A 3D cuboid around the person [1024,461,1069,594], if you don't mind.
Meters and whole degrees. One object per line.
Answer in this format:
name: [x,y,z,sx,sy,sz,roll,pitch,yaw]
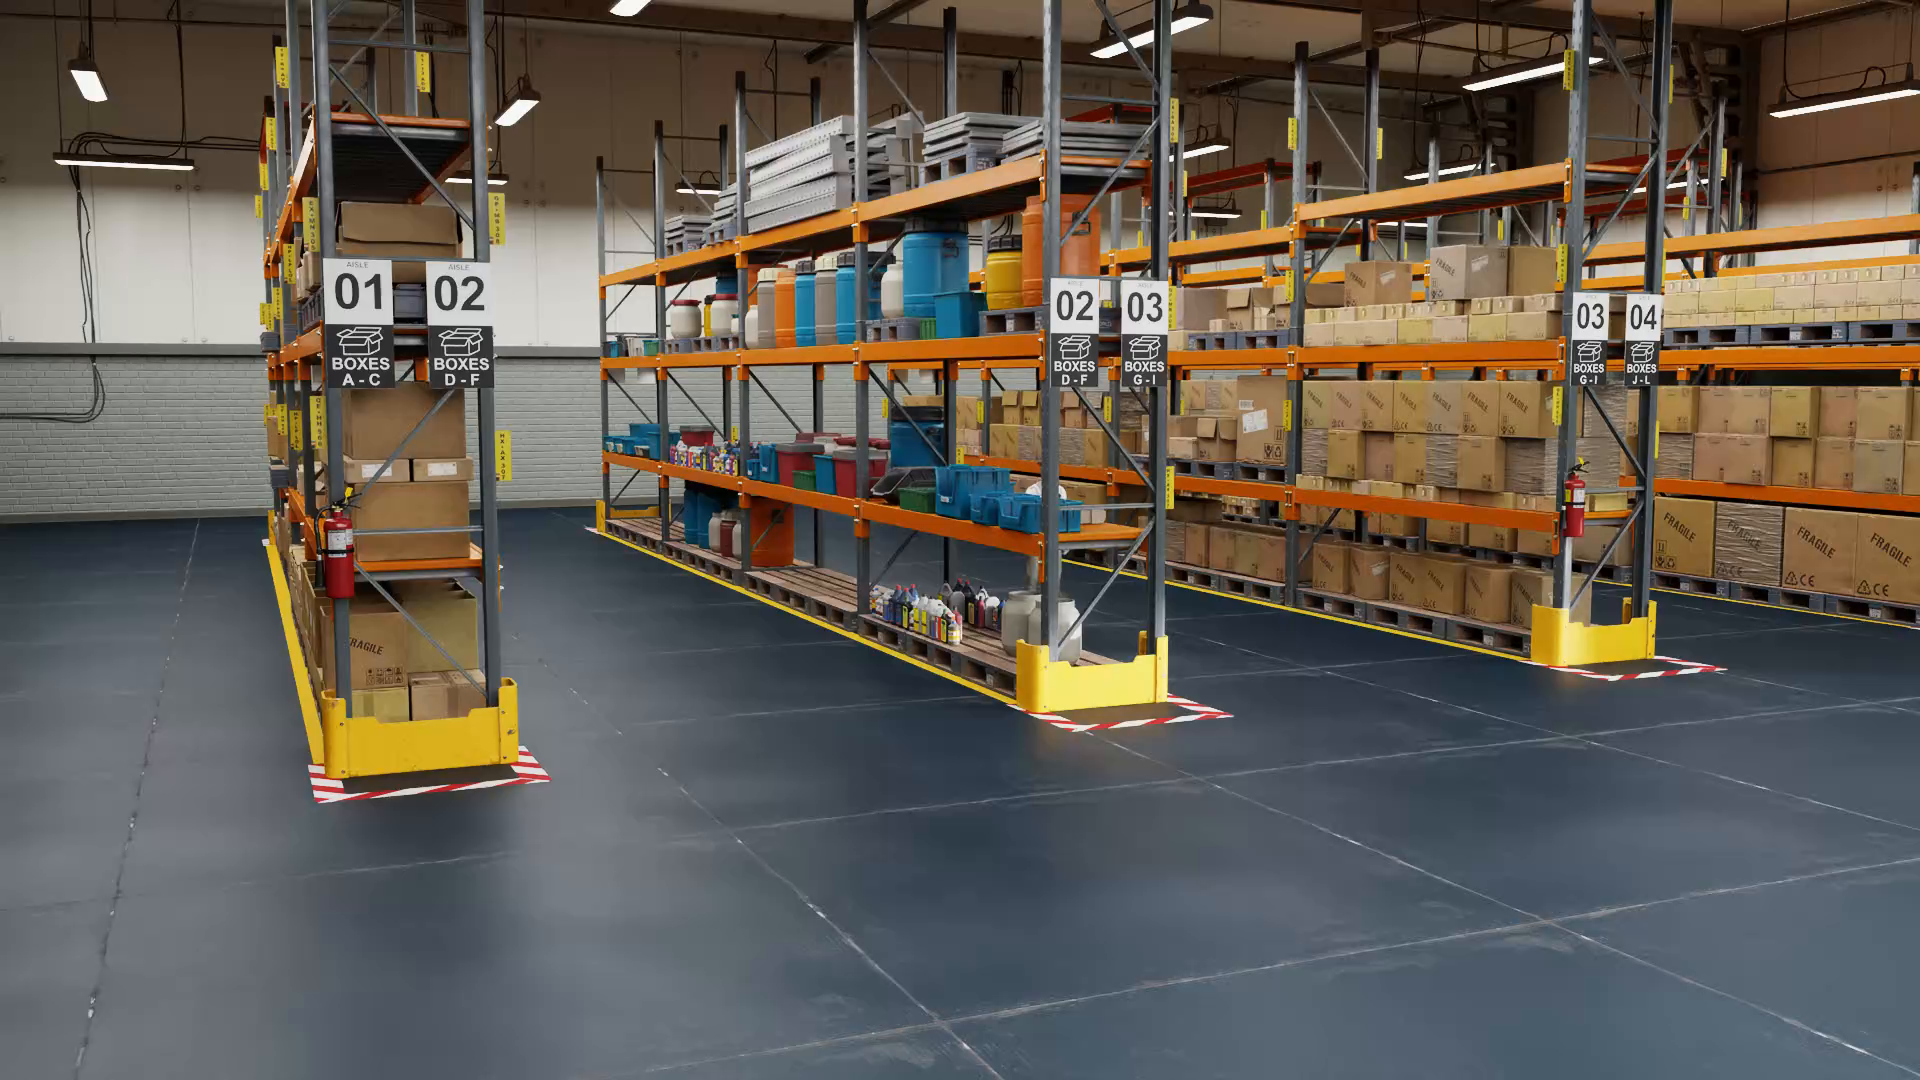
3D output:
person: [0.867,0.010,16.871,0.542,1.665,0.373,-2,6,-17]
